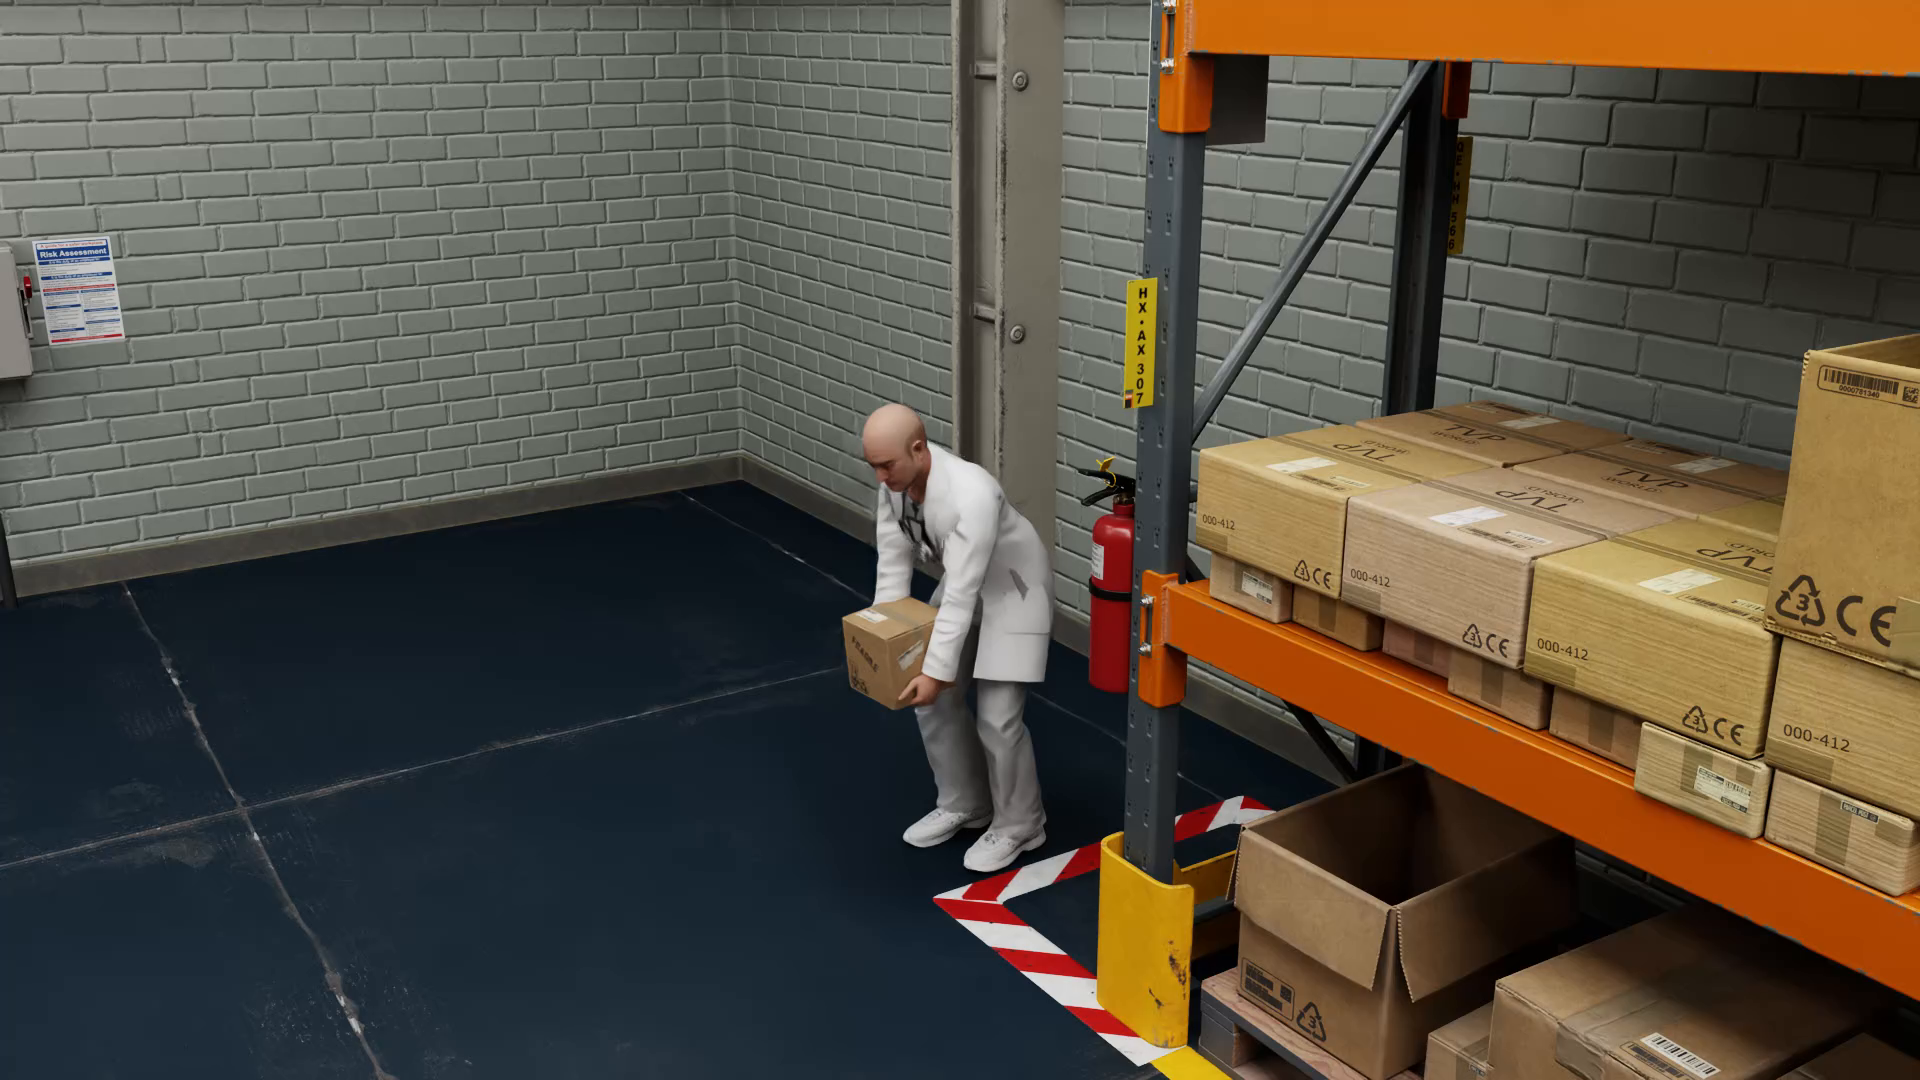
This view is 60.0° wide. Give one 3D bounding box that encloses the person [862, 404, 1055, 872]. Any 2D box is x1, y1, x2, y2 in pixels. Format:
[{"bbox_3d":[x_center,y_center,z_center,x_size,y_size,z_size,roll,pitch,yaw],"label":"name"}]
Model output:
[{"bbox_3d":[-0.023,0.306,5.422,0.717,1.602,0.546,-15,23,-38],"label":"person"}]
